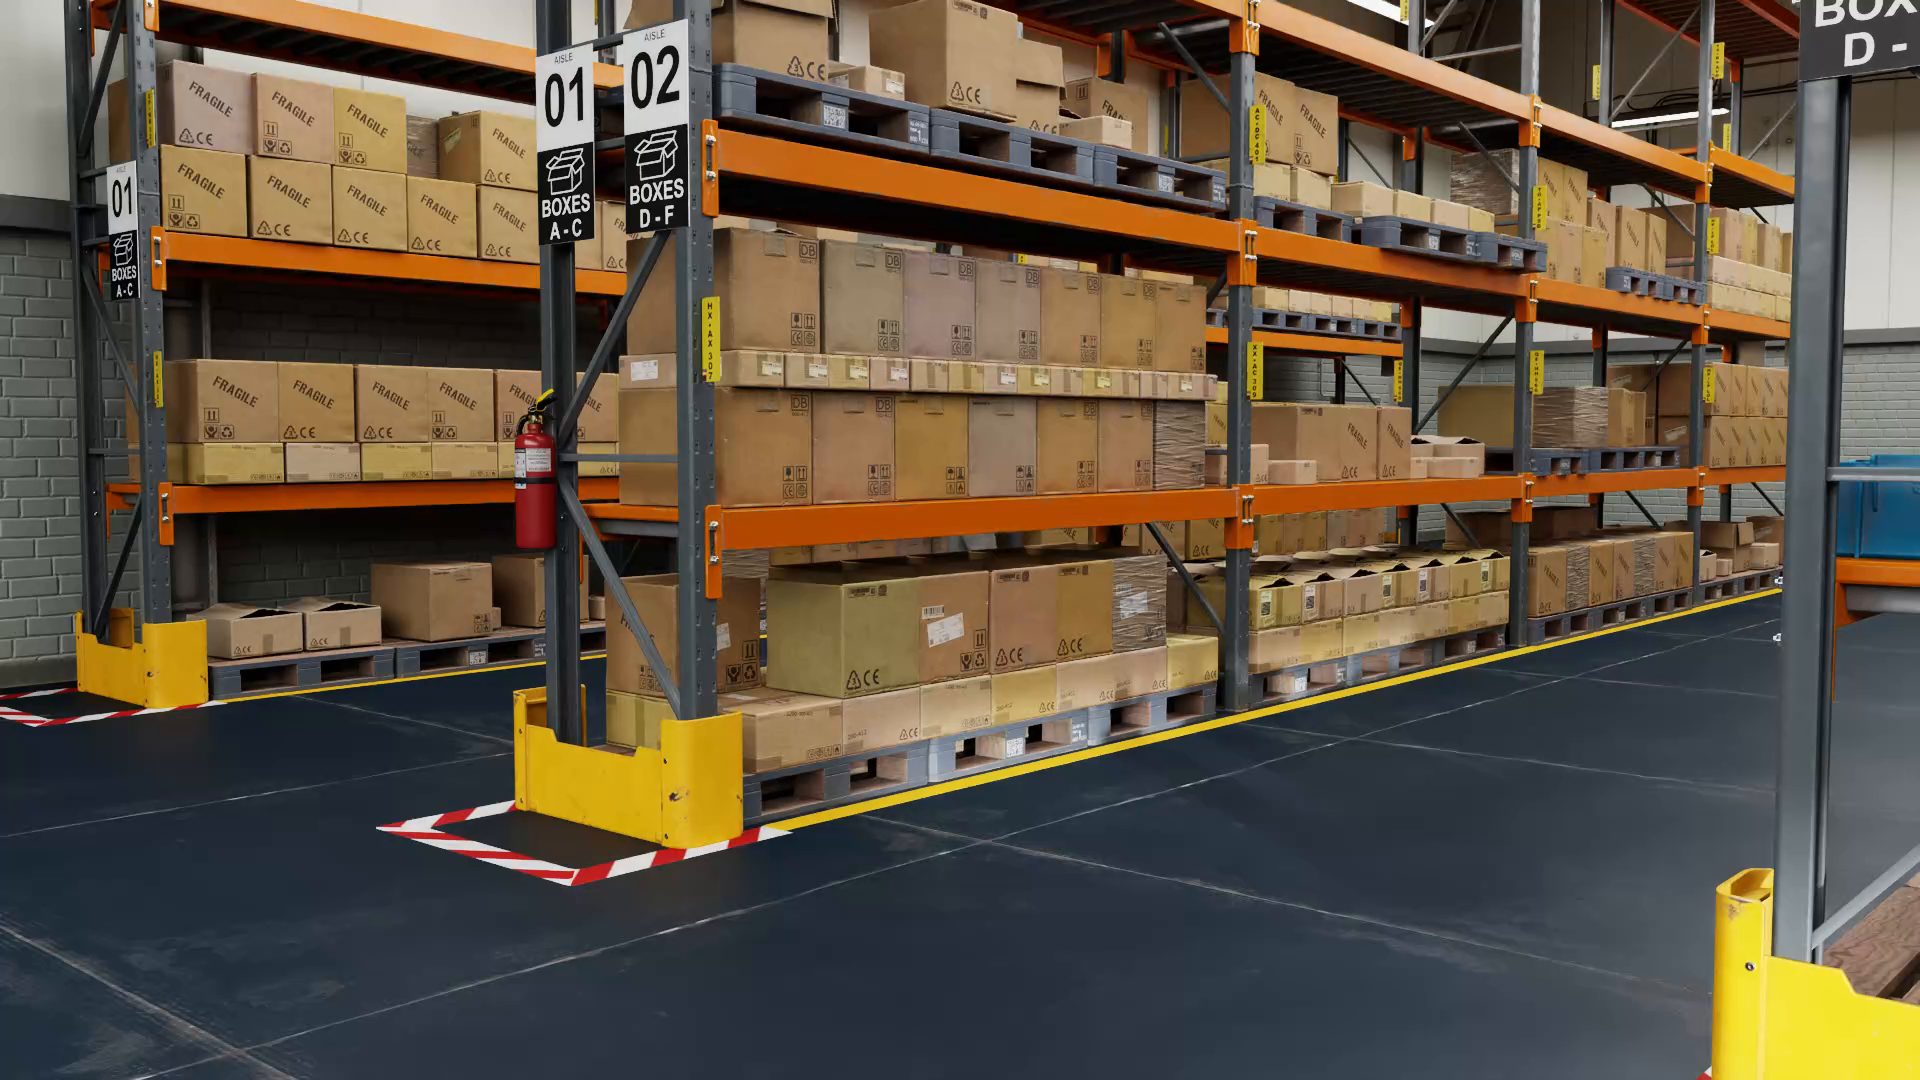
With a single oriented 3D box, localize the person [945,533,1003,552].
[{"bbox_3d":[0.075,-0.107,13.380,0.563,1.751,0.437,3,5,39],"label":"person"}]
